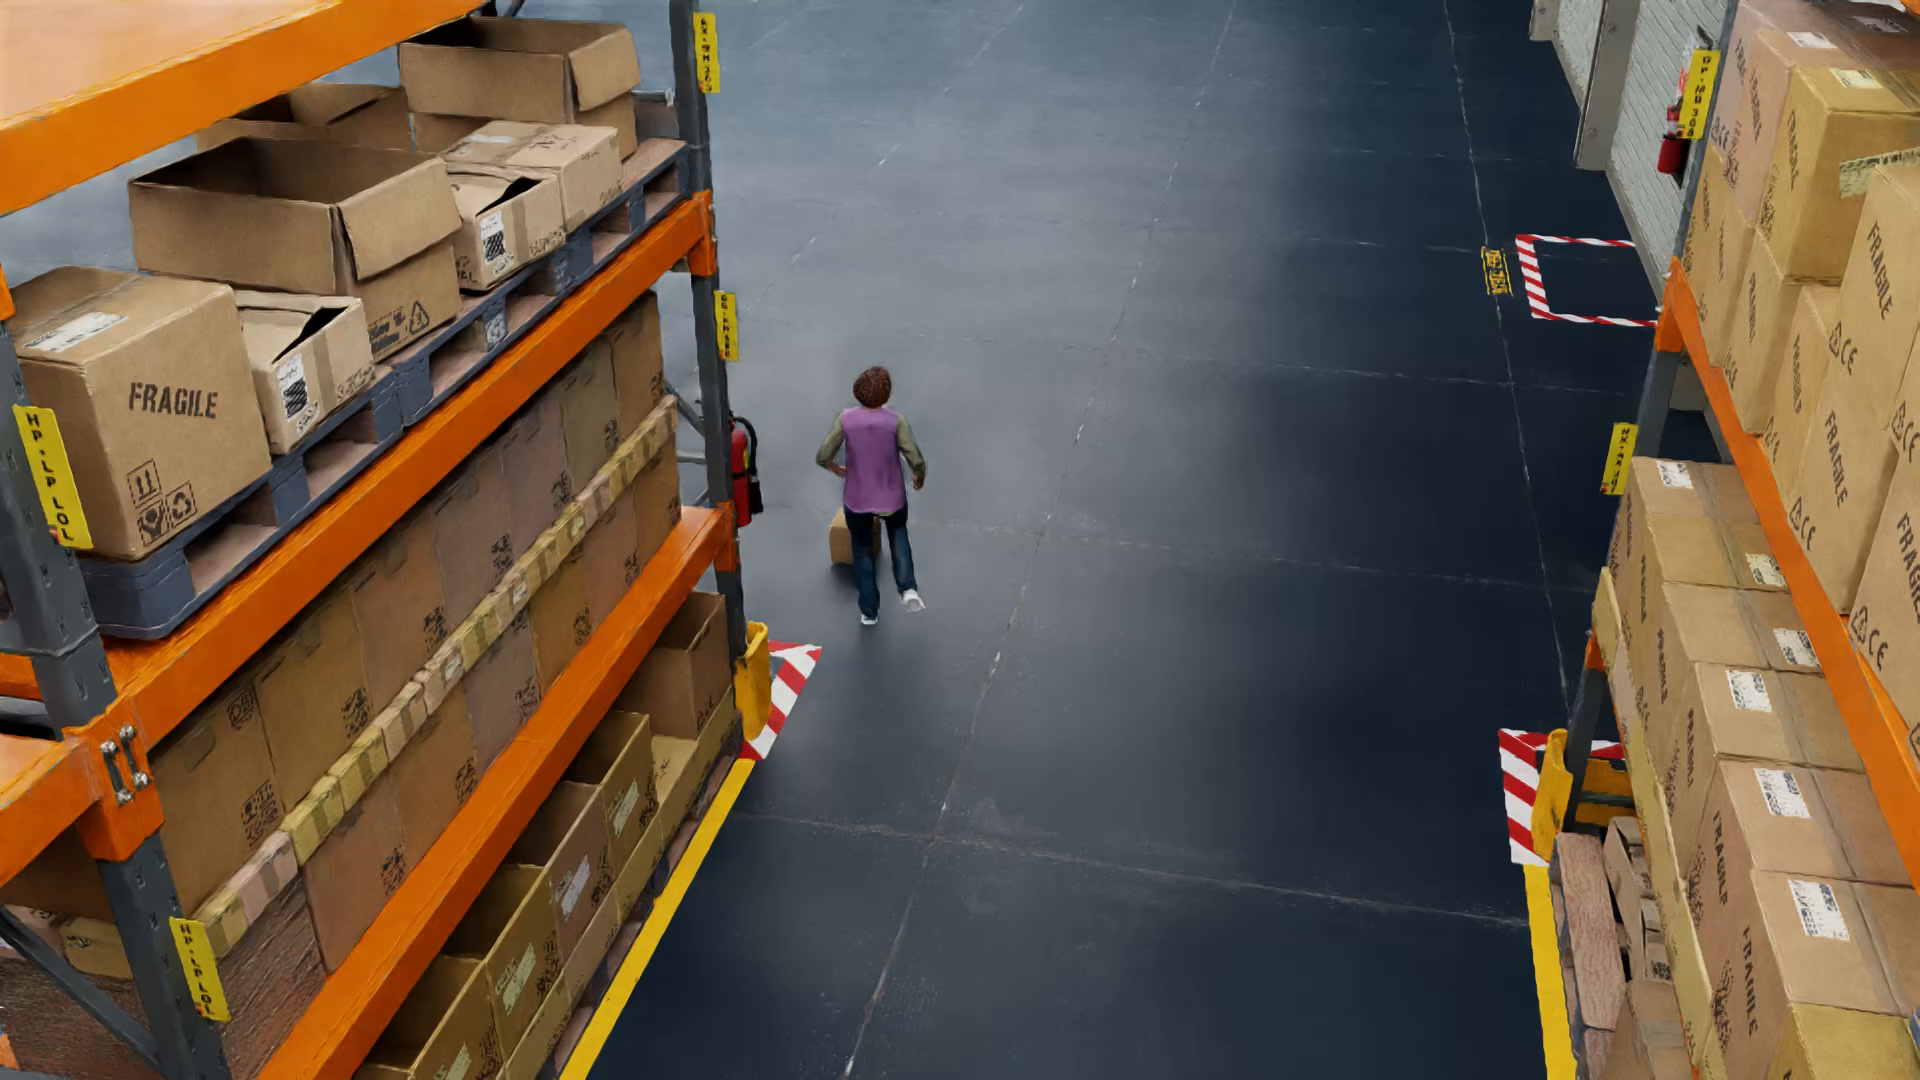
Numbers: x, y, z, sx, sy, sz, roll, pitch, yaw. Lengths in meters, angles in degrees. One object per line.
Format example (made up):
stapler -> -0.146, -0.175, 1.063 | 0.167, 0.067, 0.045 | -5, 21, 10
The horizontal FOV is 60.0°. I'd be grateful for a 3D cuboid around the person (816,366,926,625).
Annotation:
person -> -0.473, -0.244, 9.085 | 0.566, 1.566, 0.439 | -2, 29, -4
